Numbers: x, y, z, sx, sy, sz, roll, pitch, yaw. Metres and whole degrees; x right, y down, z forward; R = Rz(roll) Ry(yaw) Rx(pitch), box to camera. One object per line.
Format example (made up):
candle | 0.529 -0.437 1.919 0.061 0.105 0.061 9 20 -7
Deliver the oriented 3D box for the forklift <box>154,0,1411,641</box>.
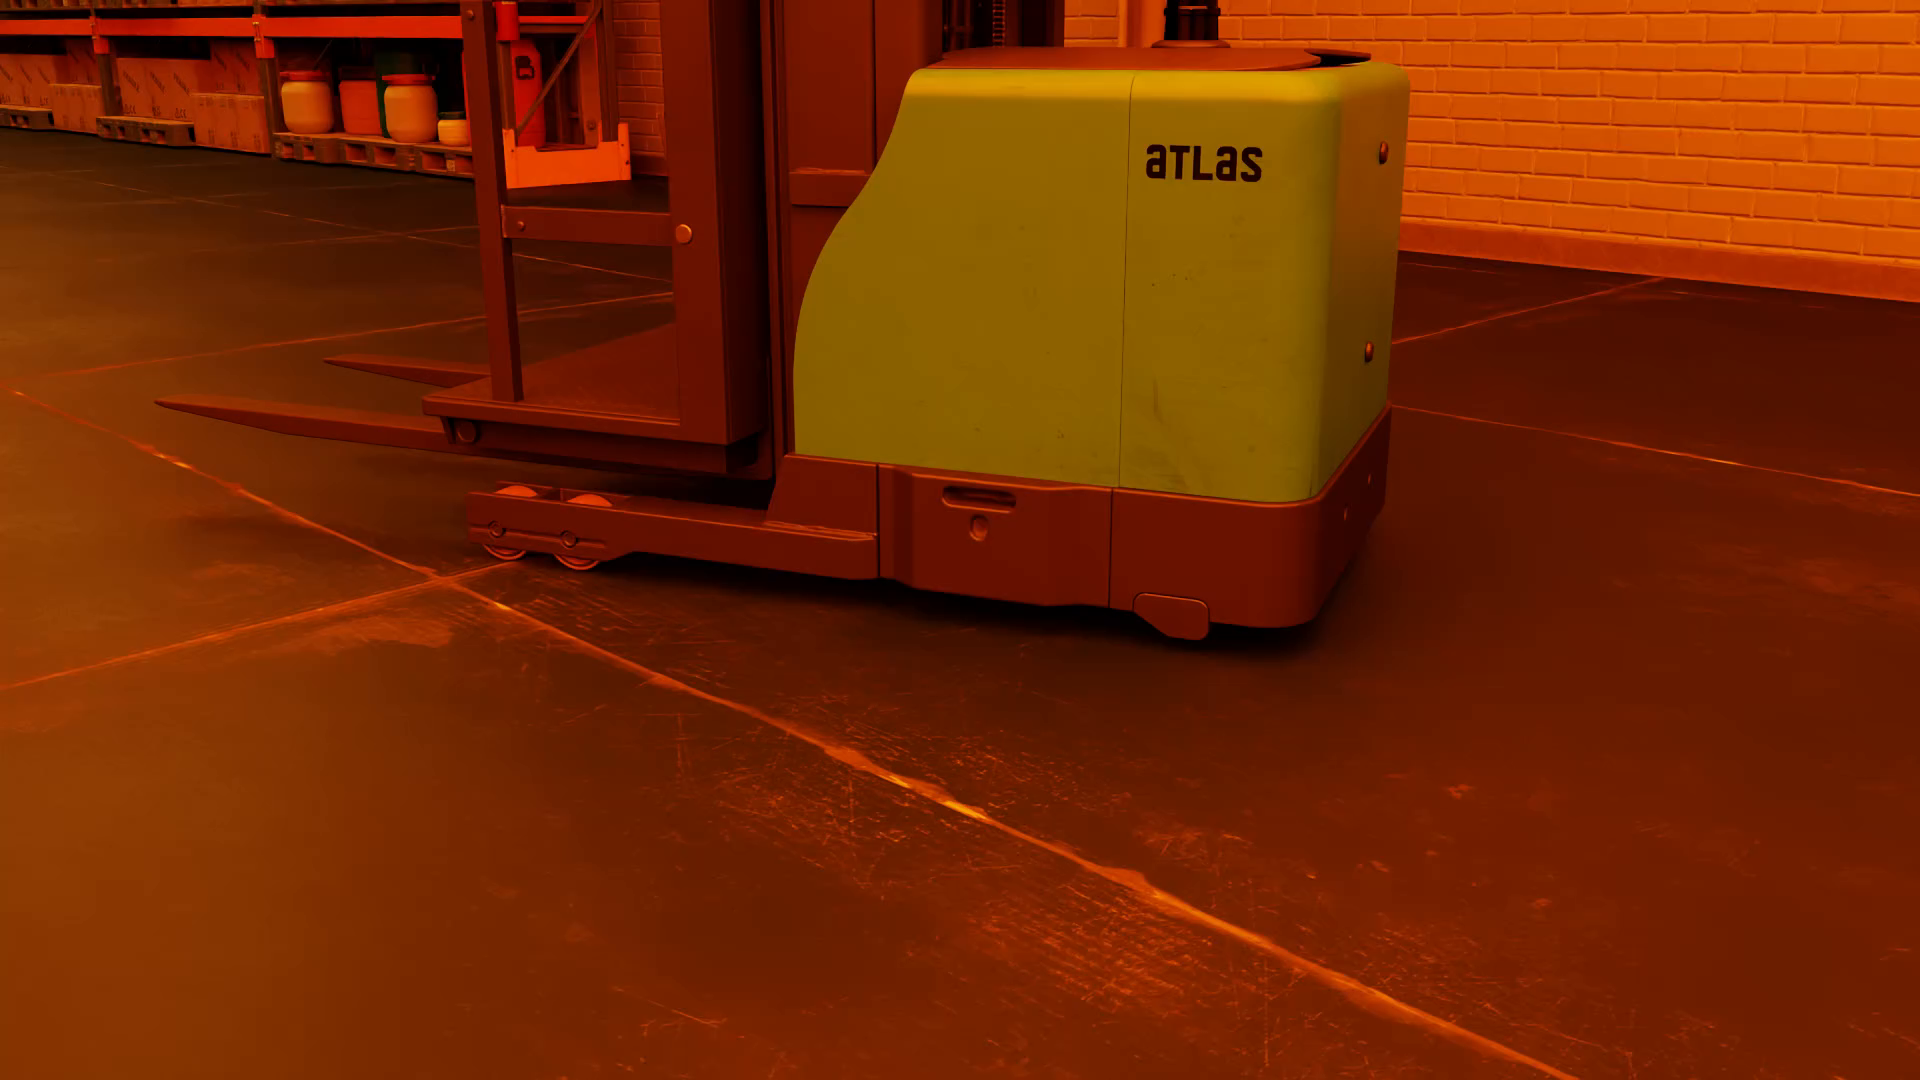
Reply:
forklift | -0.563 -1.469 3.684 3.031 2.935 1.130 7 18 21
